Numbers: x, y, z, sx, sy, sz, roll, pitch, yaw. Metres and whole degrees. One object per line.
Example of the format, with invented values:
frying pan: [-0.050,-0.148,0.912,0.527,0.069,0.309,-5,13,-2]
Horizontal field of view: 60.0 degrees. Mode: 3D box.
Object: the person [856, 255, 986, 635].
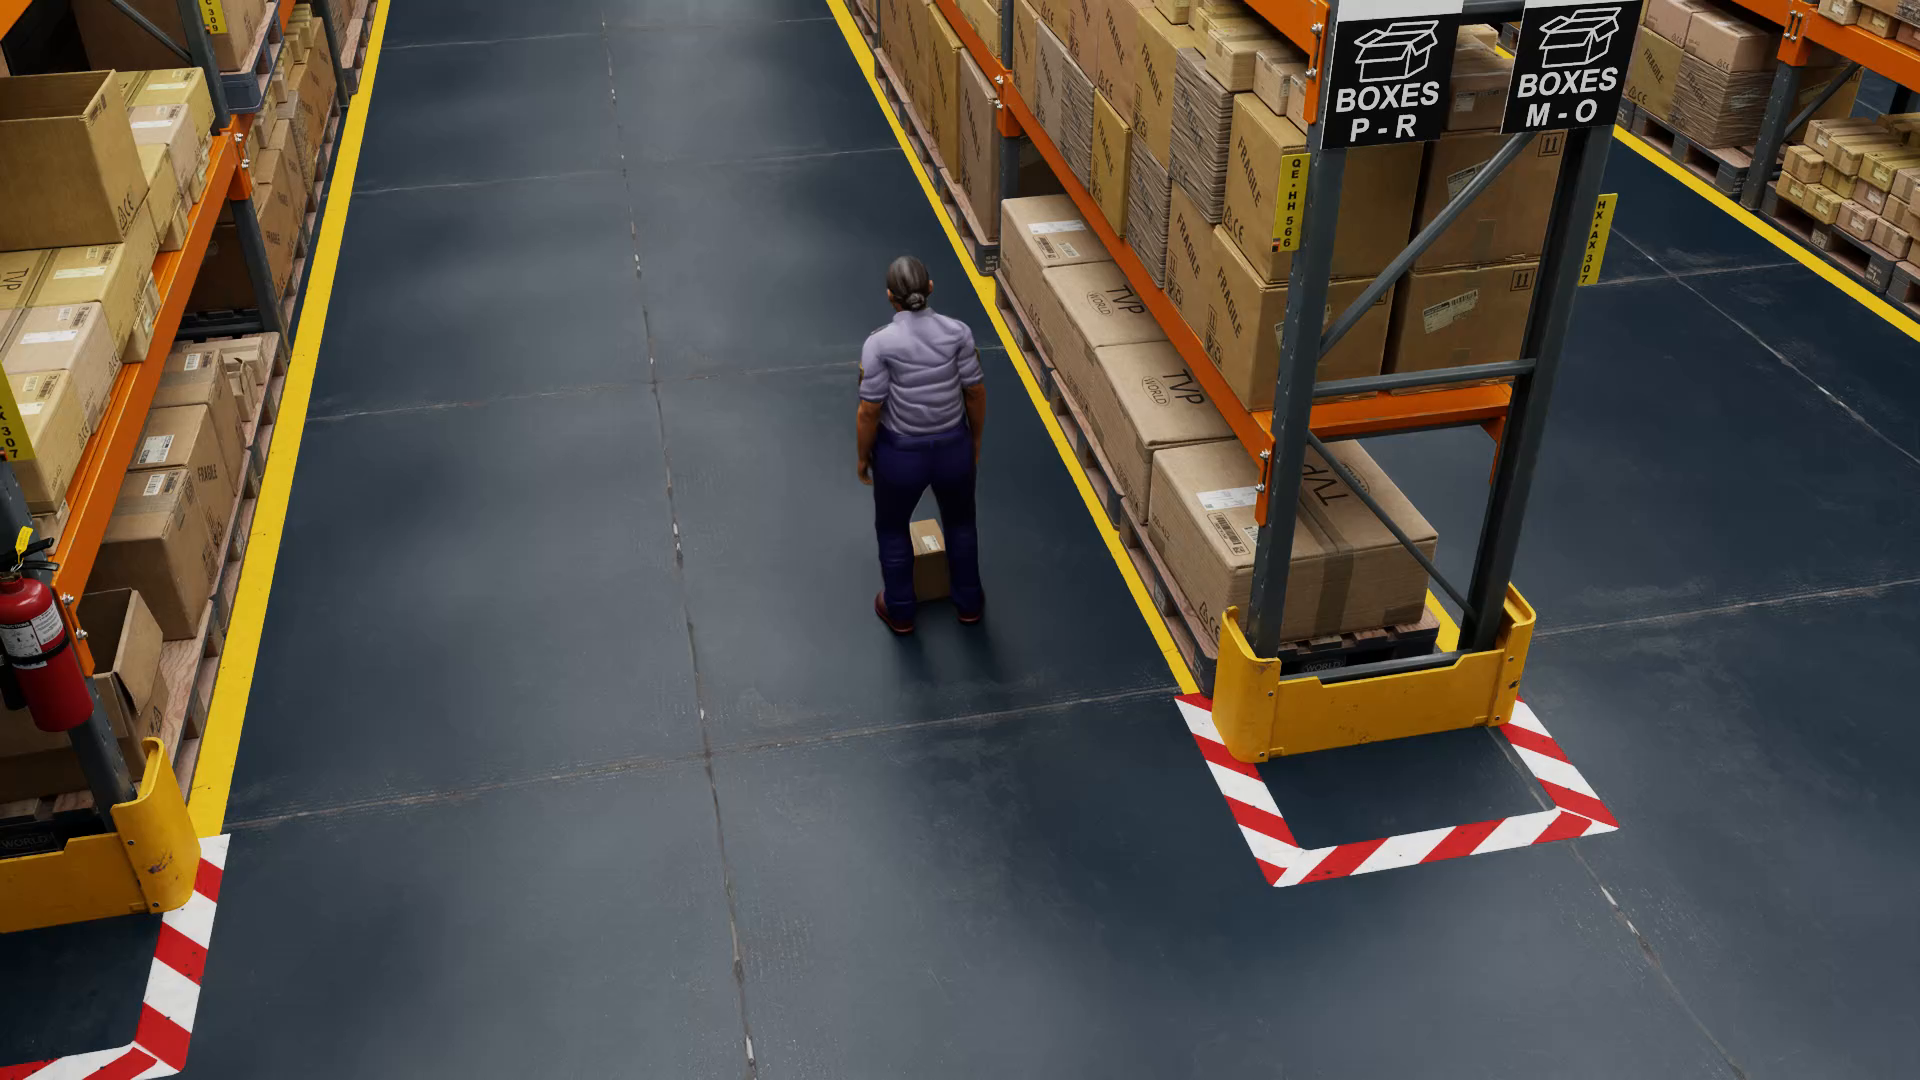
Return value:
person: [-0.142,-0.351,6.661,0.561,1.651,0.376,-9,36,-13]
